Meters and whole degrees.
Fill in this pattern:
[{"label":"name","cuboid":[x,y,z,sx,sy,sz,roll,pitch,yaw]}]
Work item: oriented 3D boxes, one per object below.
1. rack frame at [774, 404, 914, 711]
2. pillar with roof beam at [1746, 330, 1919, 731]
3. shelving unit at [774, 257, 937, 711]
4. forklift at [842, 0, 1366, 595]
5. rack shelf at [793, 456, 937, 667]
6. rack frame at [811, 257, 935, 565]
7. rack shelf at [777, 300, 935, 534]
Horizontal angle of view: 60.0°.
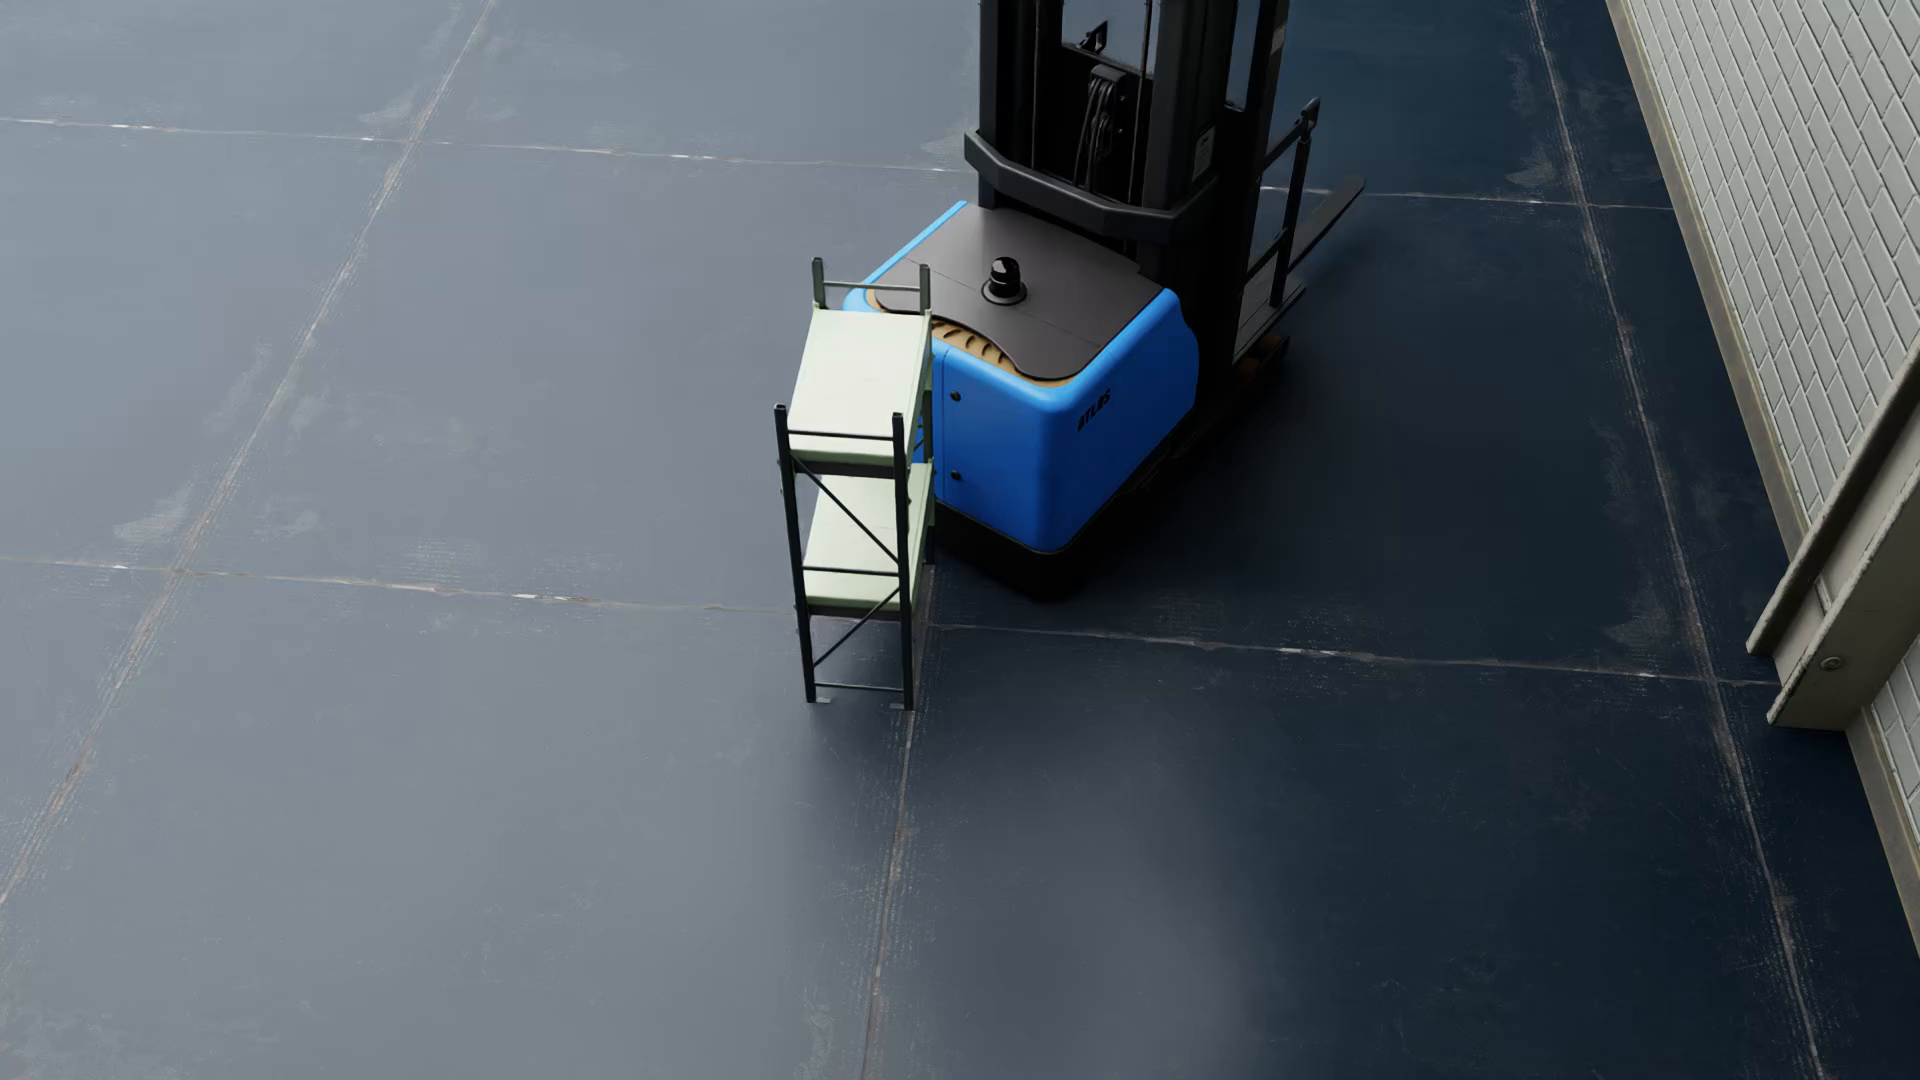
[{"label":"rack frame","cuboid":[-0.373,0.108,5.660,0.400,1.500,0.023,4,48,4]},{"label":"pillar with roof beam","cuboid":[-1.121,-2.777,3.217,9.100,9.000,0.400,4,48,4]},{"label":"shelving unit","cuboid":[-0.337,-0.160,5.906,0.431,1.500,0.755,4,48,4]},{"label":"forklift","cuboid":[0.816,-1.826,6.460,1.130,2.935,3.031,28,53,23]},{"label":"rack shelf","cuboid":[-0.337,0.060,6.147,0.431,0.370,0.720,4,48,4]},{"label":"rack frame","cuboid":[-0.301,-0.429,6.152,0.400,1.500,0.023,4,48,4]},{"label":"rack shelf","cuboid":[-0.337,-0.424,5.618,0.431,0.370,0.720,4,48,4]}]
